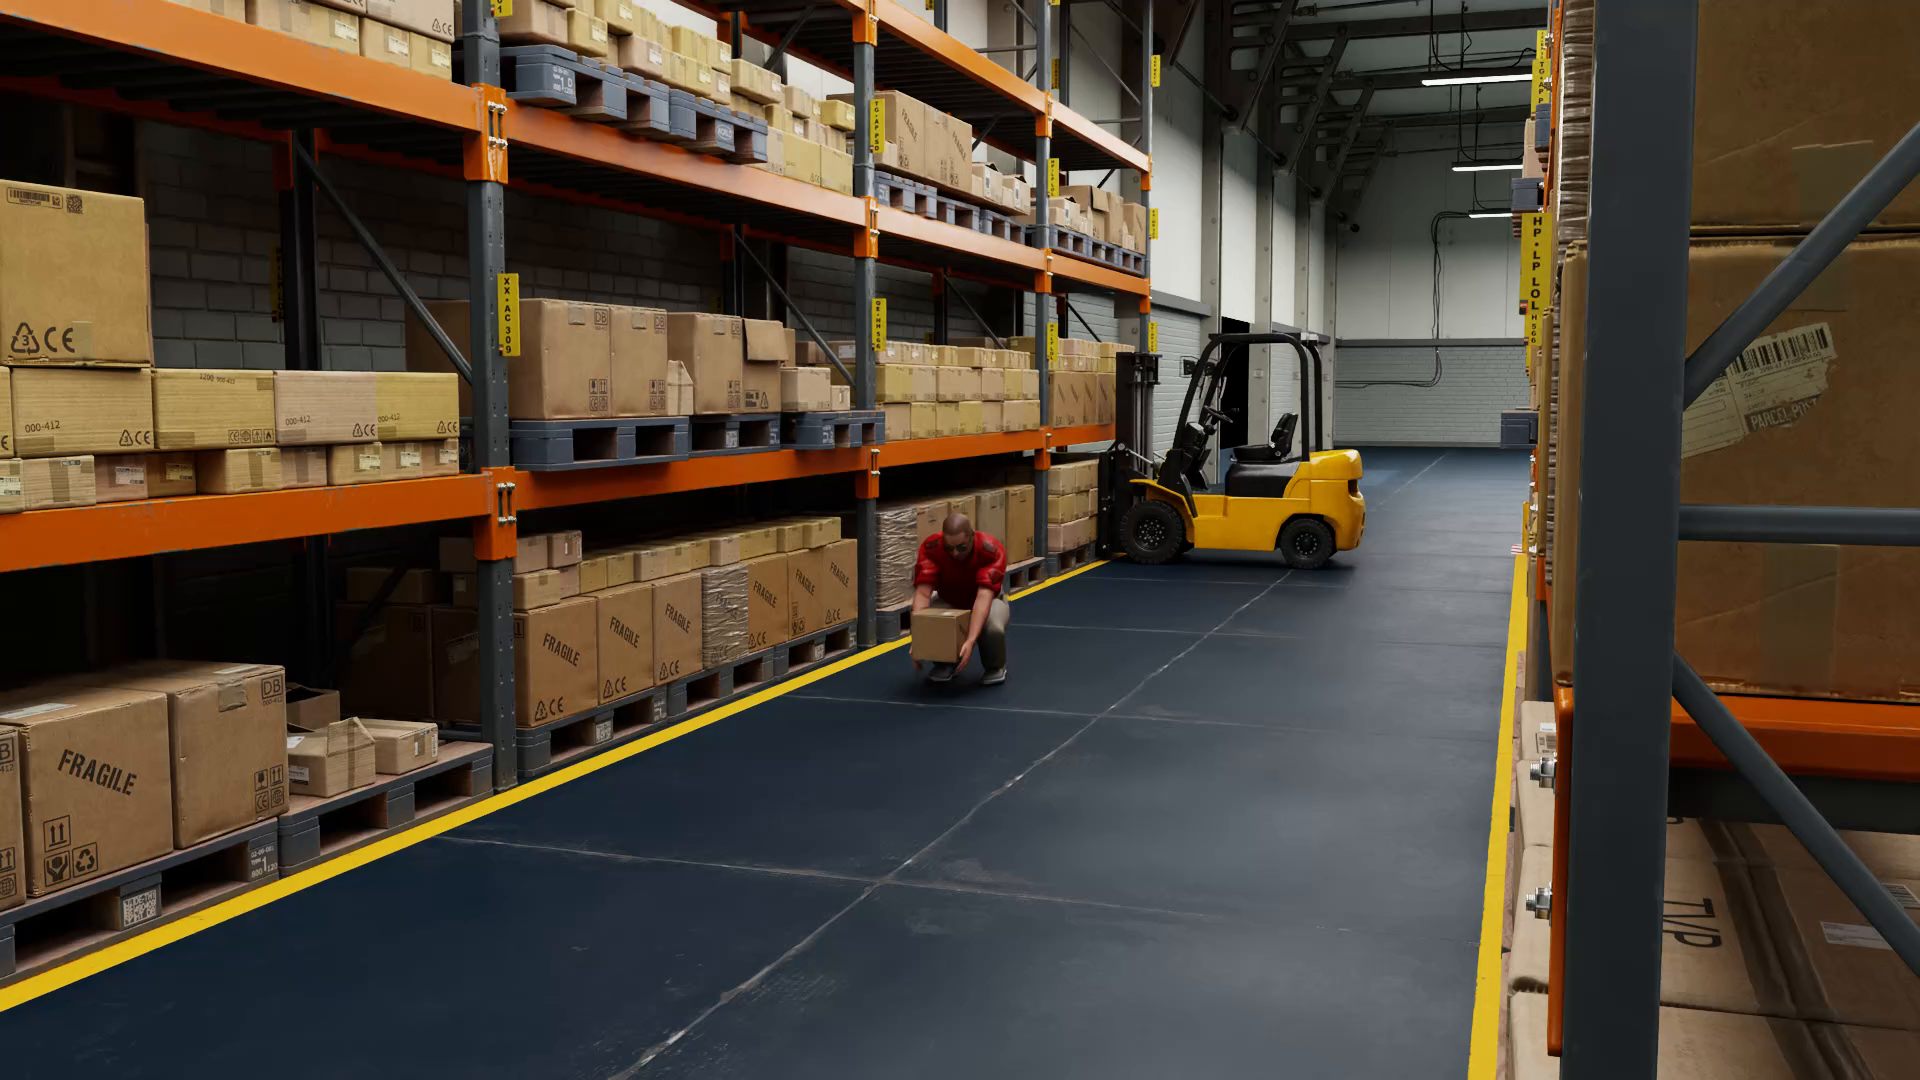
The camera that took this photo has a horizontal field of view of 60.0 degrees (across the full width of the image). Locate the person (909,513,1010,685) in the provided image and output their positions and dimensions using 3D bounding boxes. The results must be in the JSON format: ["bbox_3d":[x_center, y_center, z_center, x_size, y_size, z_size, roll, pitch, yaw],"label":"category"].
[{"bbox_3d":[0.008,0.323,9.225,0.544,0.987,0.883,2,5,18],"label":"person"}]
